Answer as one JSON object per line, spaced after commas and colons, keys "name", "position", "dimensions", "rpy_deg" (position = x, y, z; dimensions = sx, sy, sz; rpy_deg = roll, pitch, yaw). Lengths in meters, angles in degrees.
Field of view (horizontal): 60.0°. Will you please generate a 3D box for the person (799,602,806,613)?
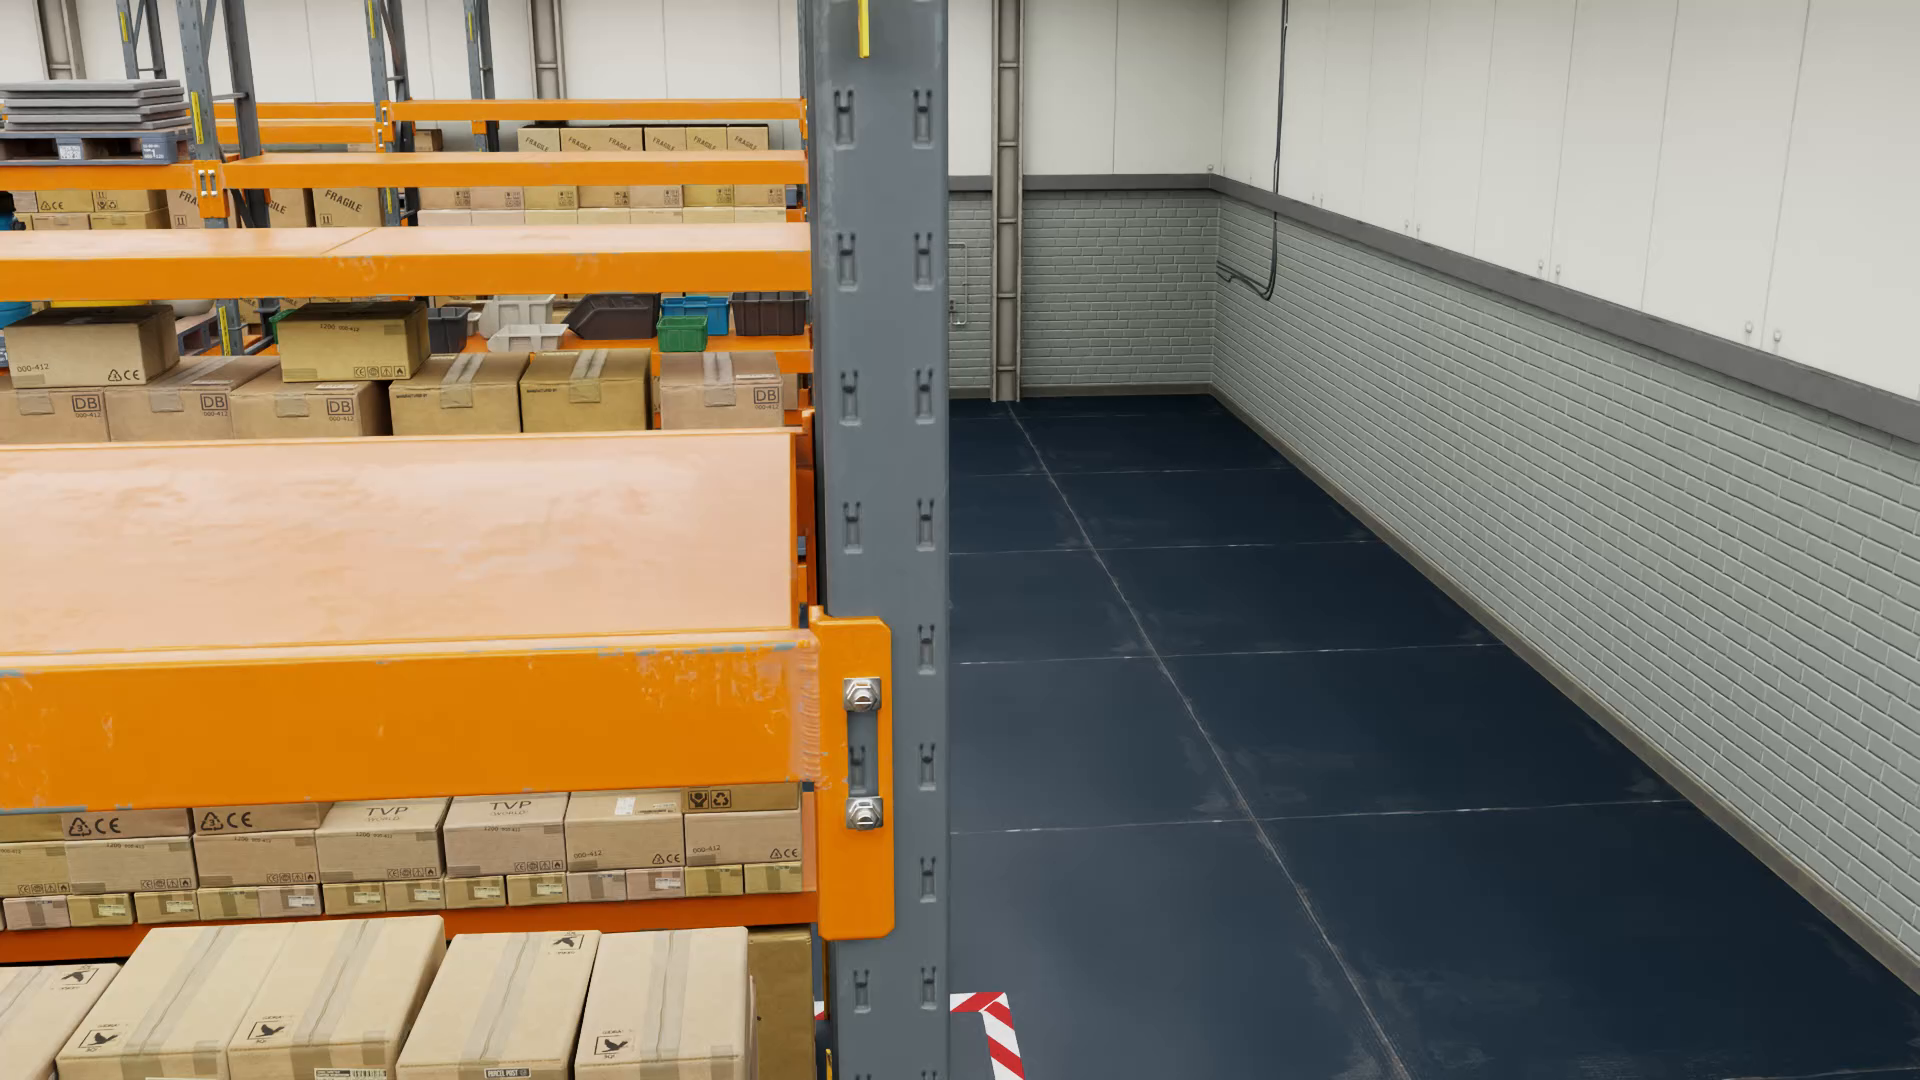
{"name": "person", "position": [-1.237, -0.062, 14.217], "dimensions": [0.928, 1.610, 0.519], "rpy_deg": [1, 17, 4]}
